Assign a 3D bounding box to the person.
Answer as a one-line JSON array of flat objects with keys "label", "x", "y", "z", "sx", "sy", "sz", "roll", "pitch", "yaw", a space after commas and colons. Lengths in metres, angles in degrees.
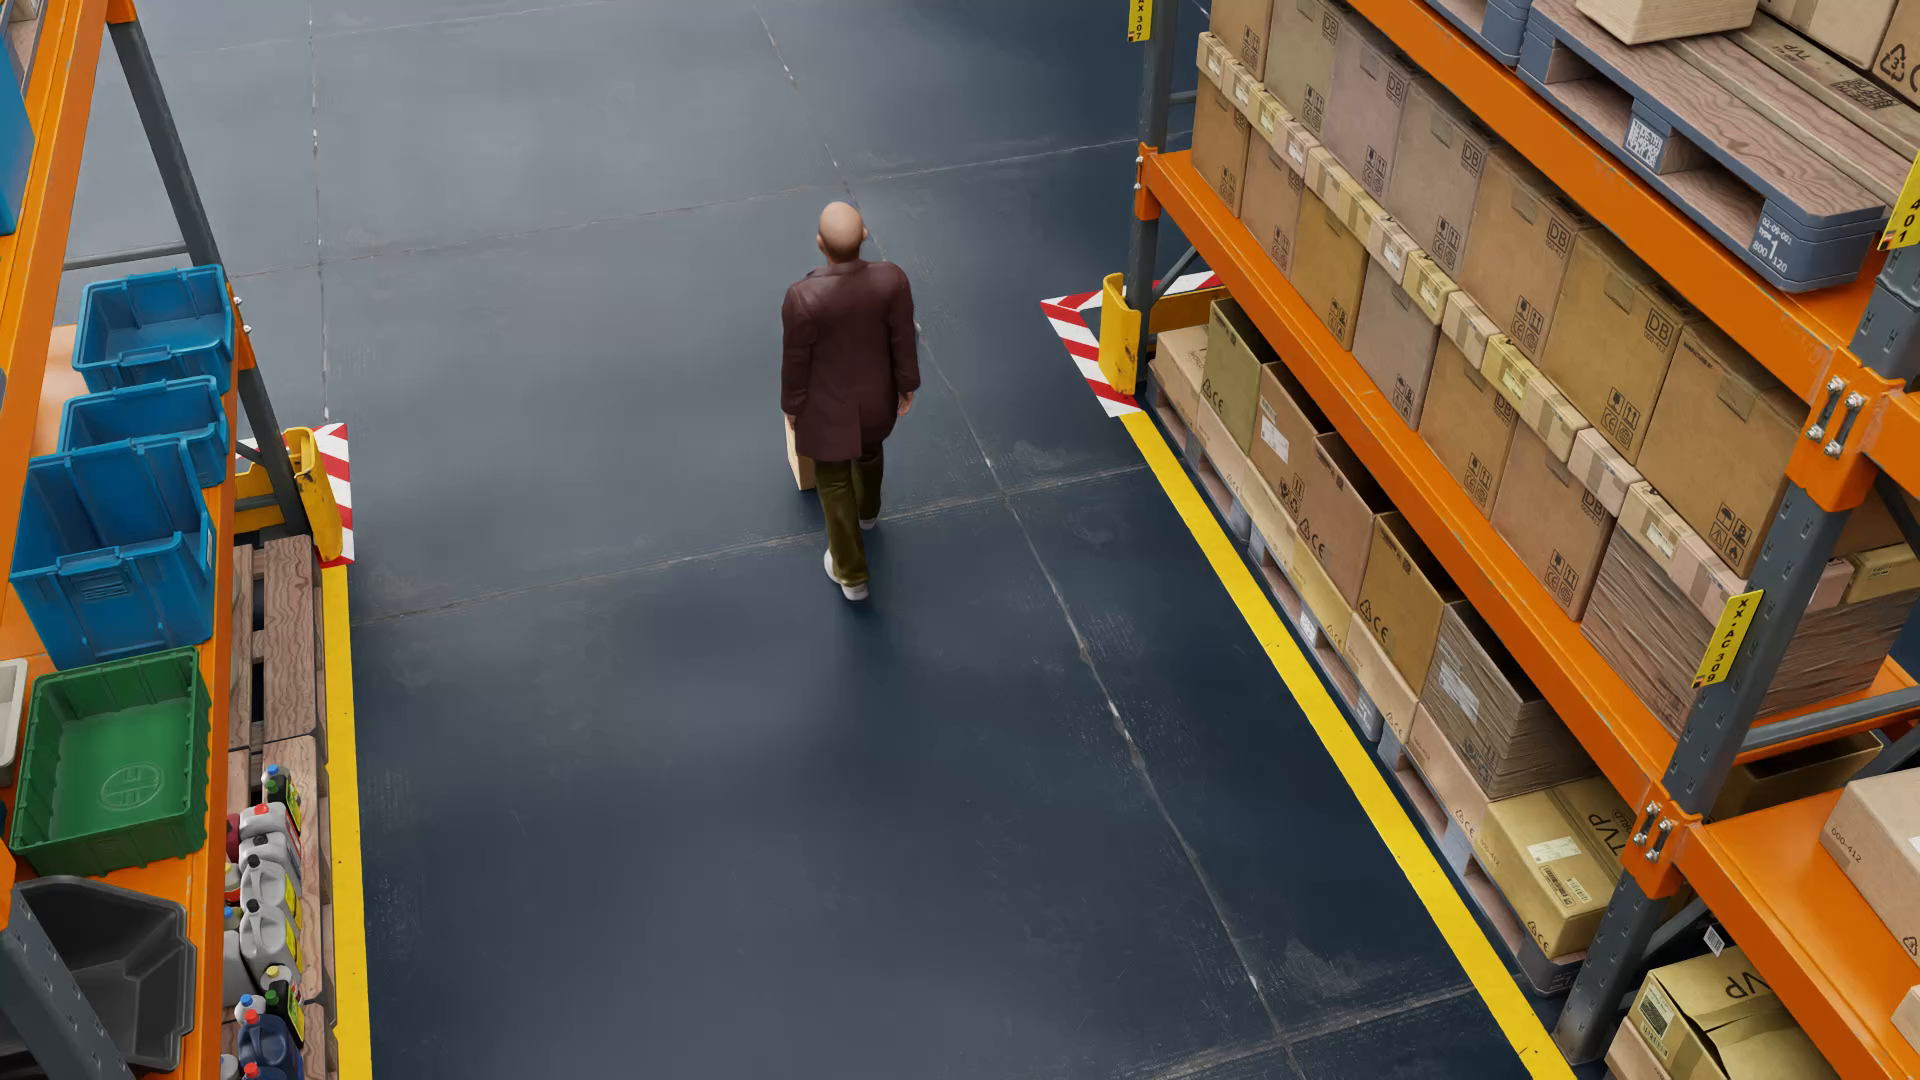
[{"label": "person", "x": -0.483, "y": -0.646, "z": 6.892, "sx": 0.593, "sy": 1.771, "sz": 0.827, "roll": -17, "pitch": 45, "yaw": -18}]
